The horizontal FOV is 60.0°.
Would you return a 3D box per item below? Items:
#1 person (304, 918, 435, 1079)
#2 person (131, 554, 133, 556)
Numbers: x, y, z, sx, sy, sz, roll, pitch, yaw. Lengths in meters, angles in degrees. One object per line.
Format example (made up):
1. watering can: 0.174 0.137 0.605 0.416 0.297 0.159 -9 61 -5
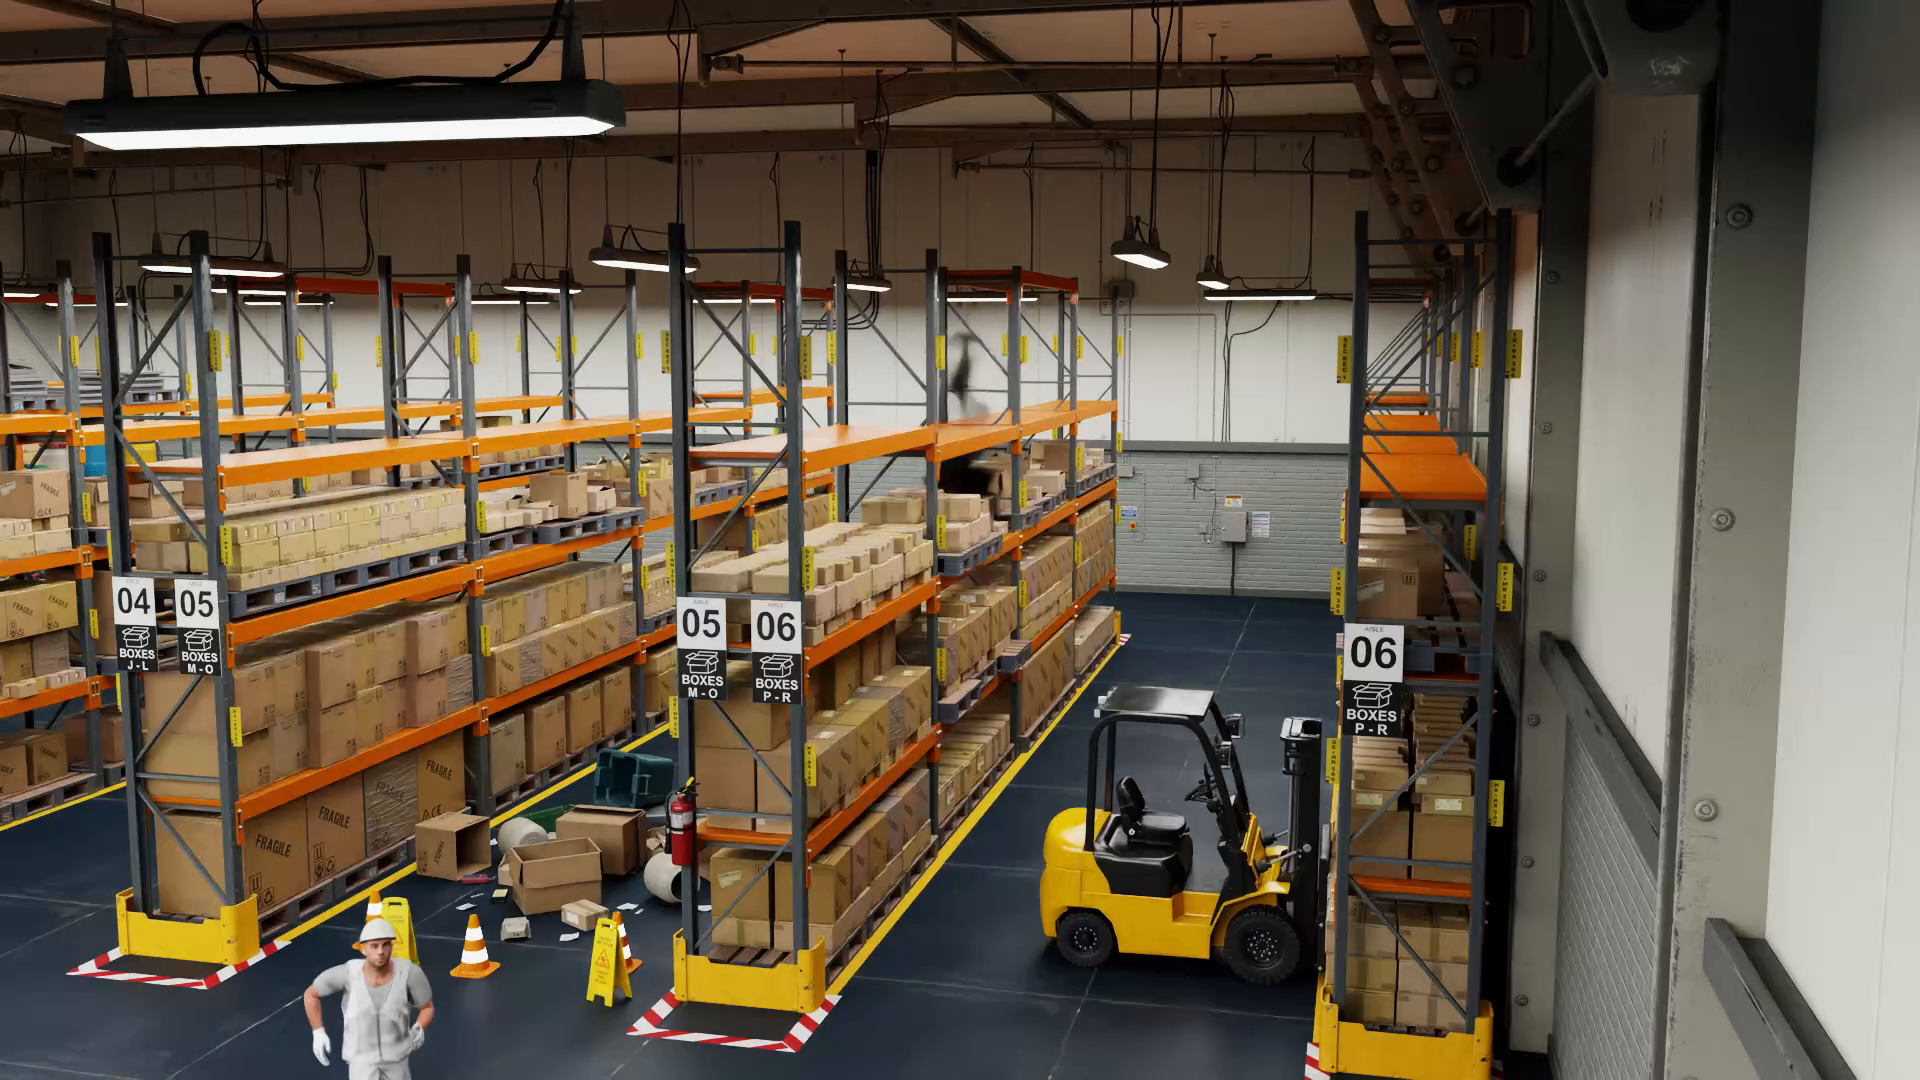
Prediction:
1. person: -3.476 3.091 9.877 0.707 1.740 0.800 -4 8 -27
2. person: -17.546 -0.001 35.307 0.642 1.741 0.720 7 10 44
